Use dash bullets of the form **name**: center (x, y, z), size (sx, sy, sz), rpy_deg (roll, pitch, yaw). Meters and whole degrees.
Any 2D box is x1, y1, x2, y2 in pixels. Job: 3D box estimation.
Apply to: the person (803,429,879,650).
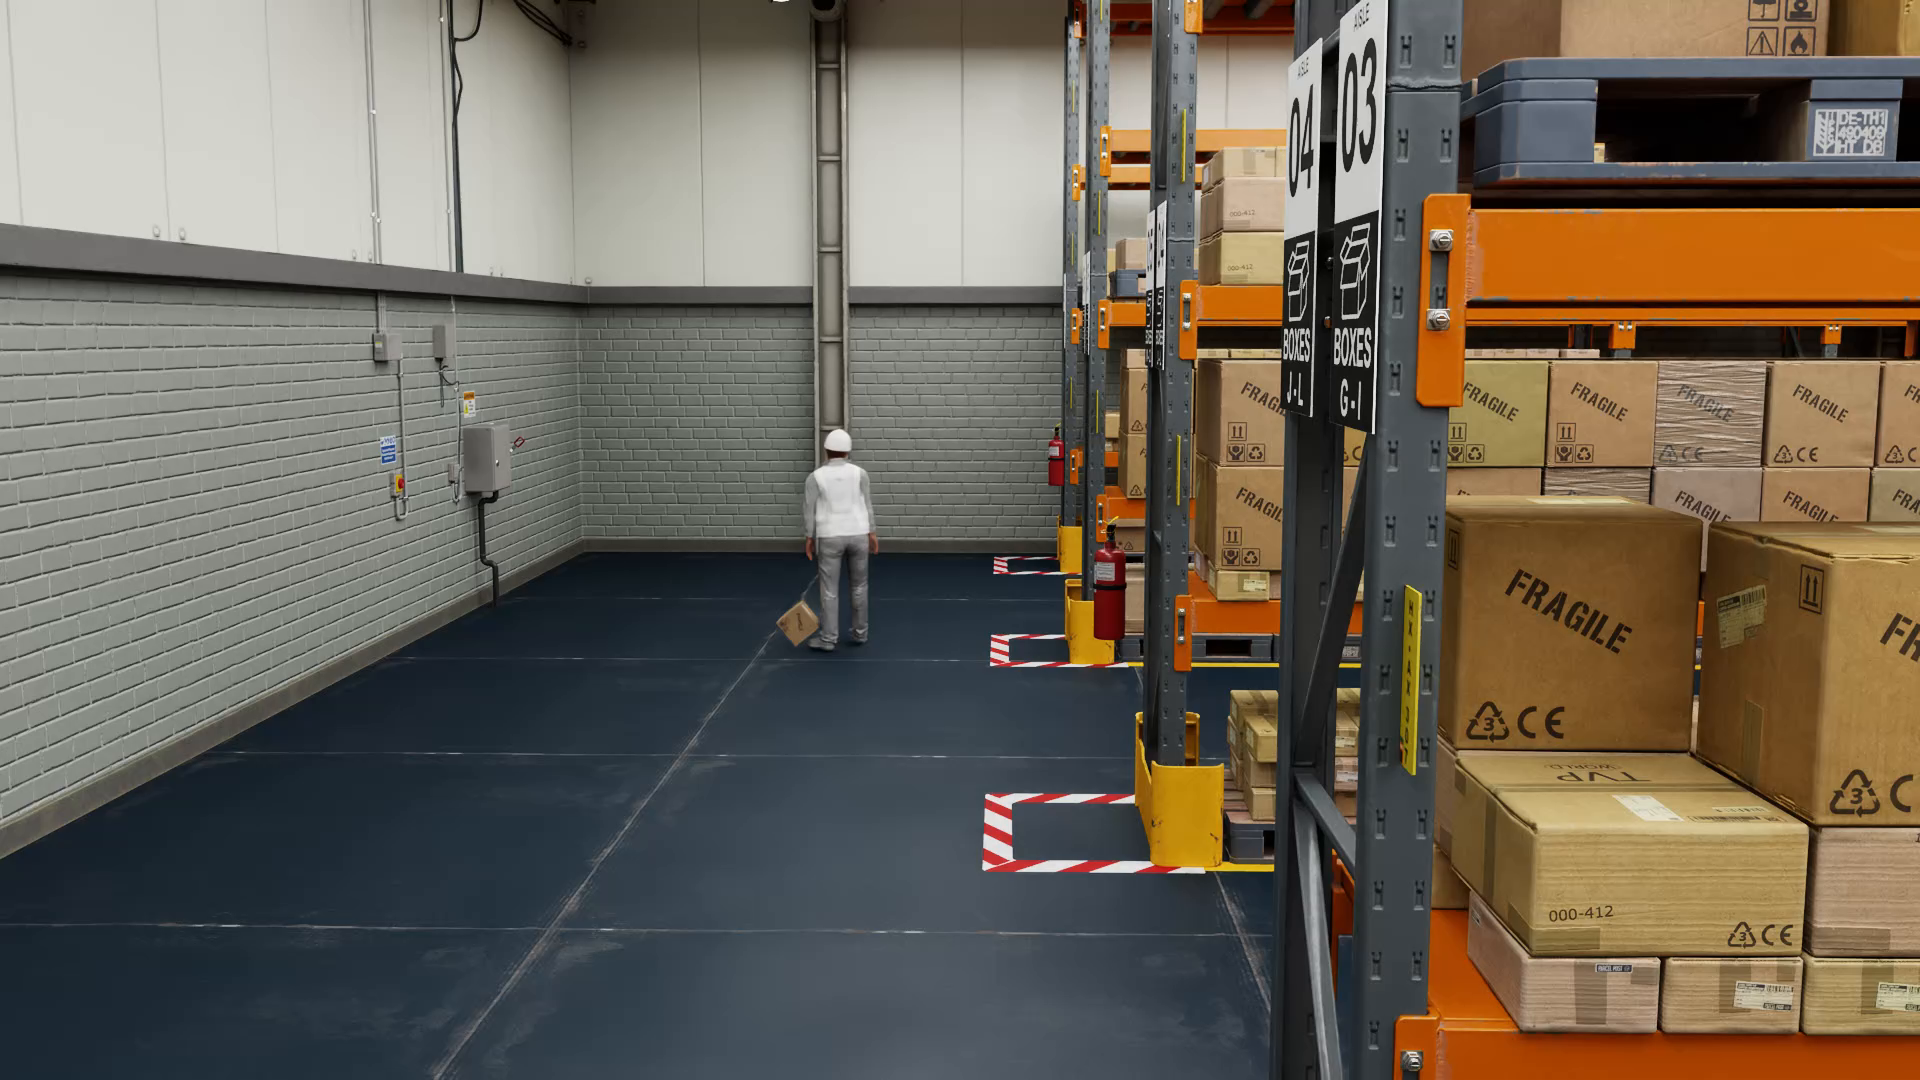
- **person**: center (-0.982, -0.021, 13.609), size (0.622, 1.778, 0.525), rpy_deg (-1, 7, -11)
